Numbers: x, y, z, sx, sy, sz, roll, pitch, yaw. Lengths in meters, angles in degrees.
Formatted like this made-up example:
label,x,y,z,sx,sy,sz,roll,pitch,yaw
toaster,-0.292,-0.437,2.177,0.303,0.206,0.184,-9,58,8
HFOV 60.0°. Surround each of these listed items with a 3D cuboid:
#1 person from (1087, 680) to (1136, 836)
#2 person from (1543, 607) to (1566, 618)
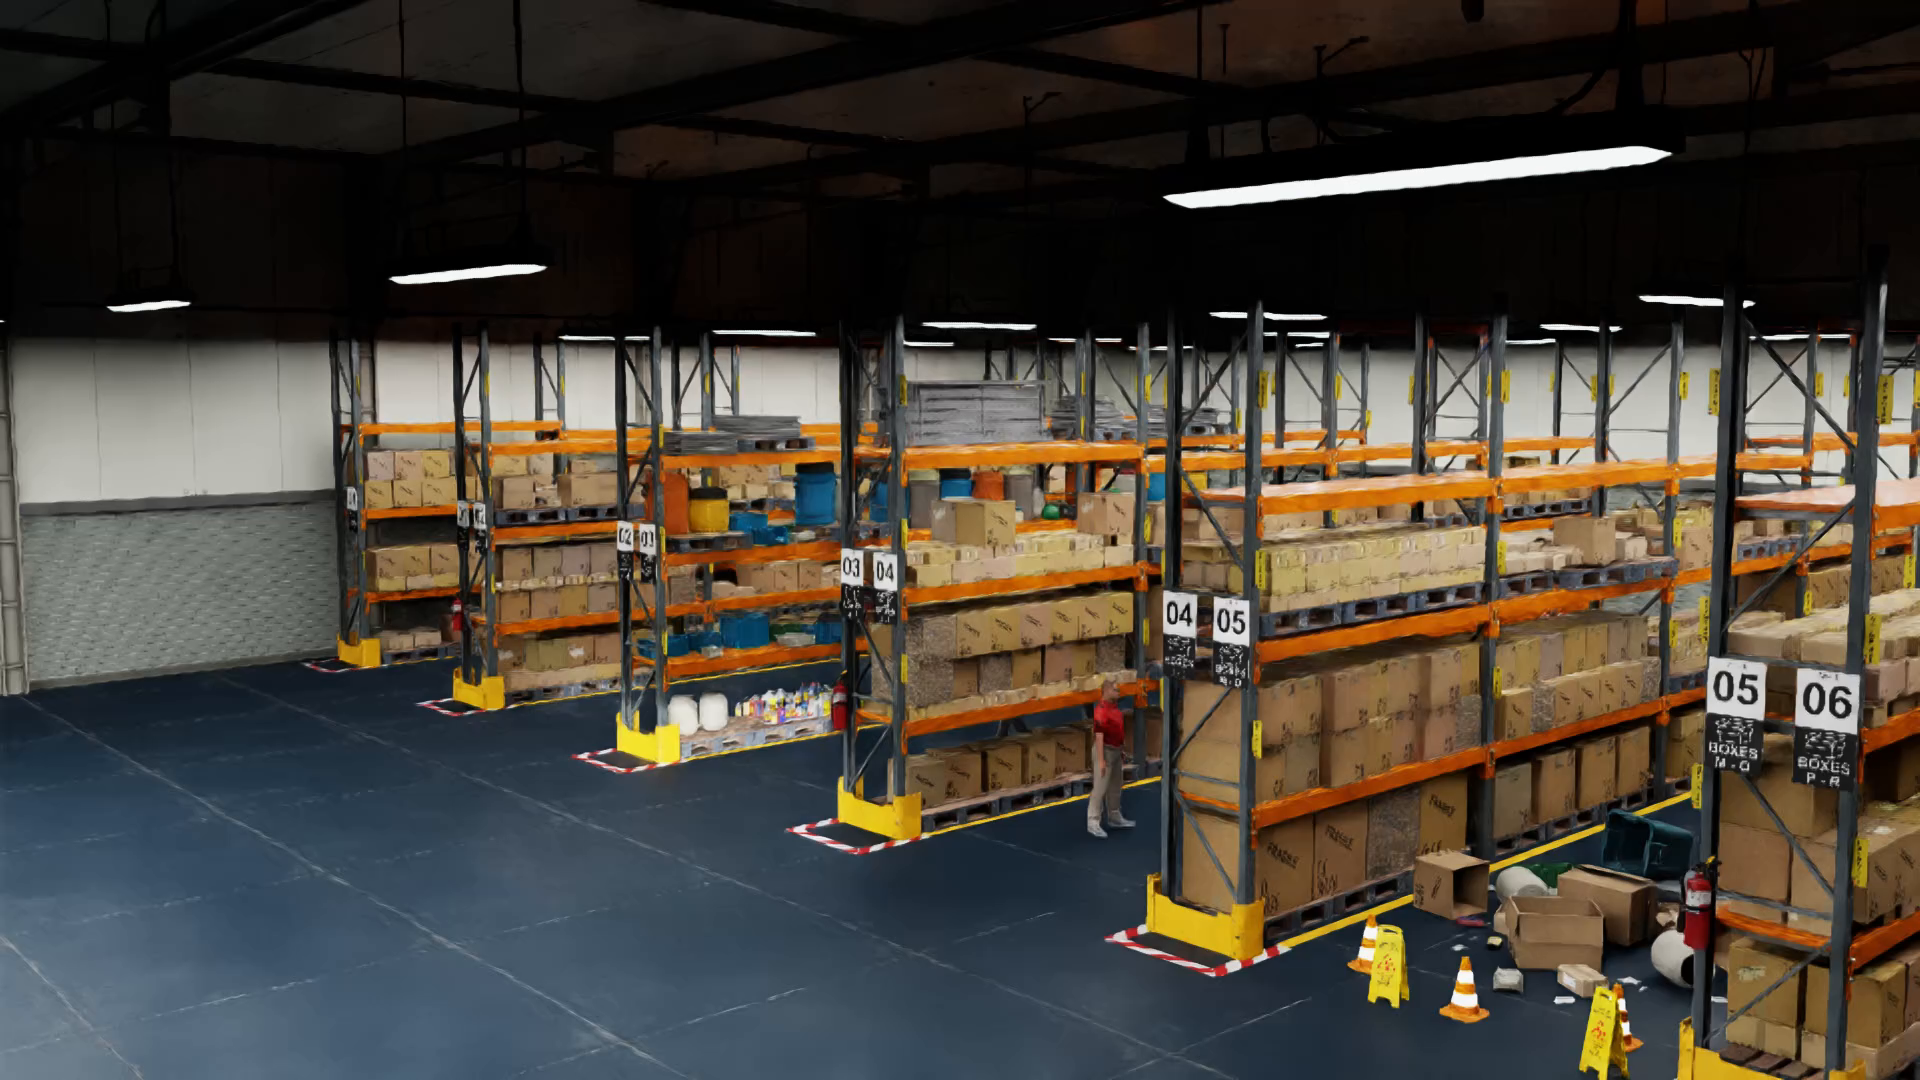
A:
label,x,y,z,sx,sy,sz,roll,pitch,yaw
person,1.713,2.434,18.782,0.479,1.732,0.620,3,6,24
person,9.285,1.755,26.090,0.510,1.693,0.571,-5,8,-44
